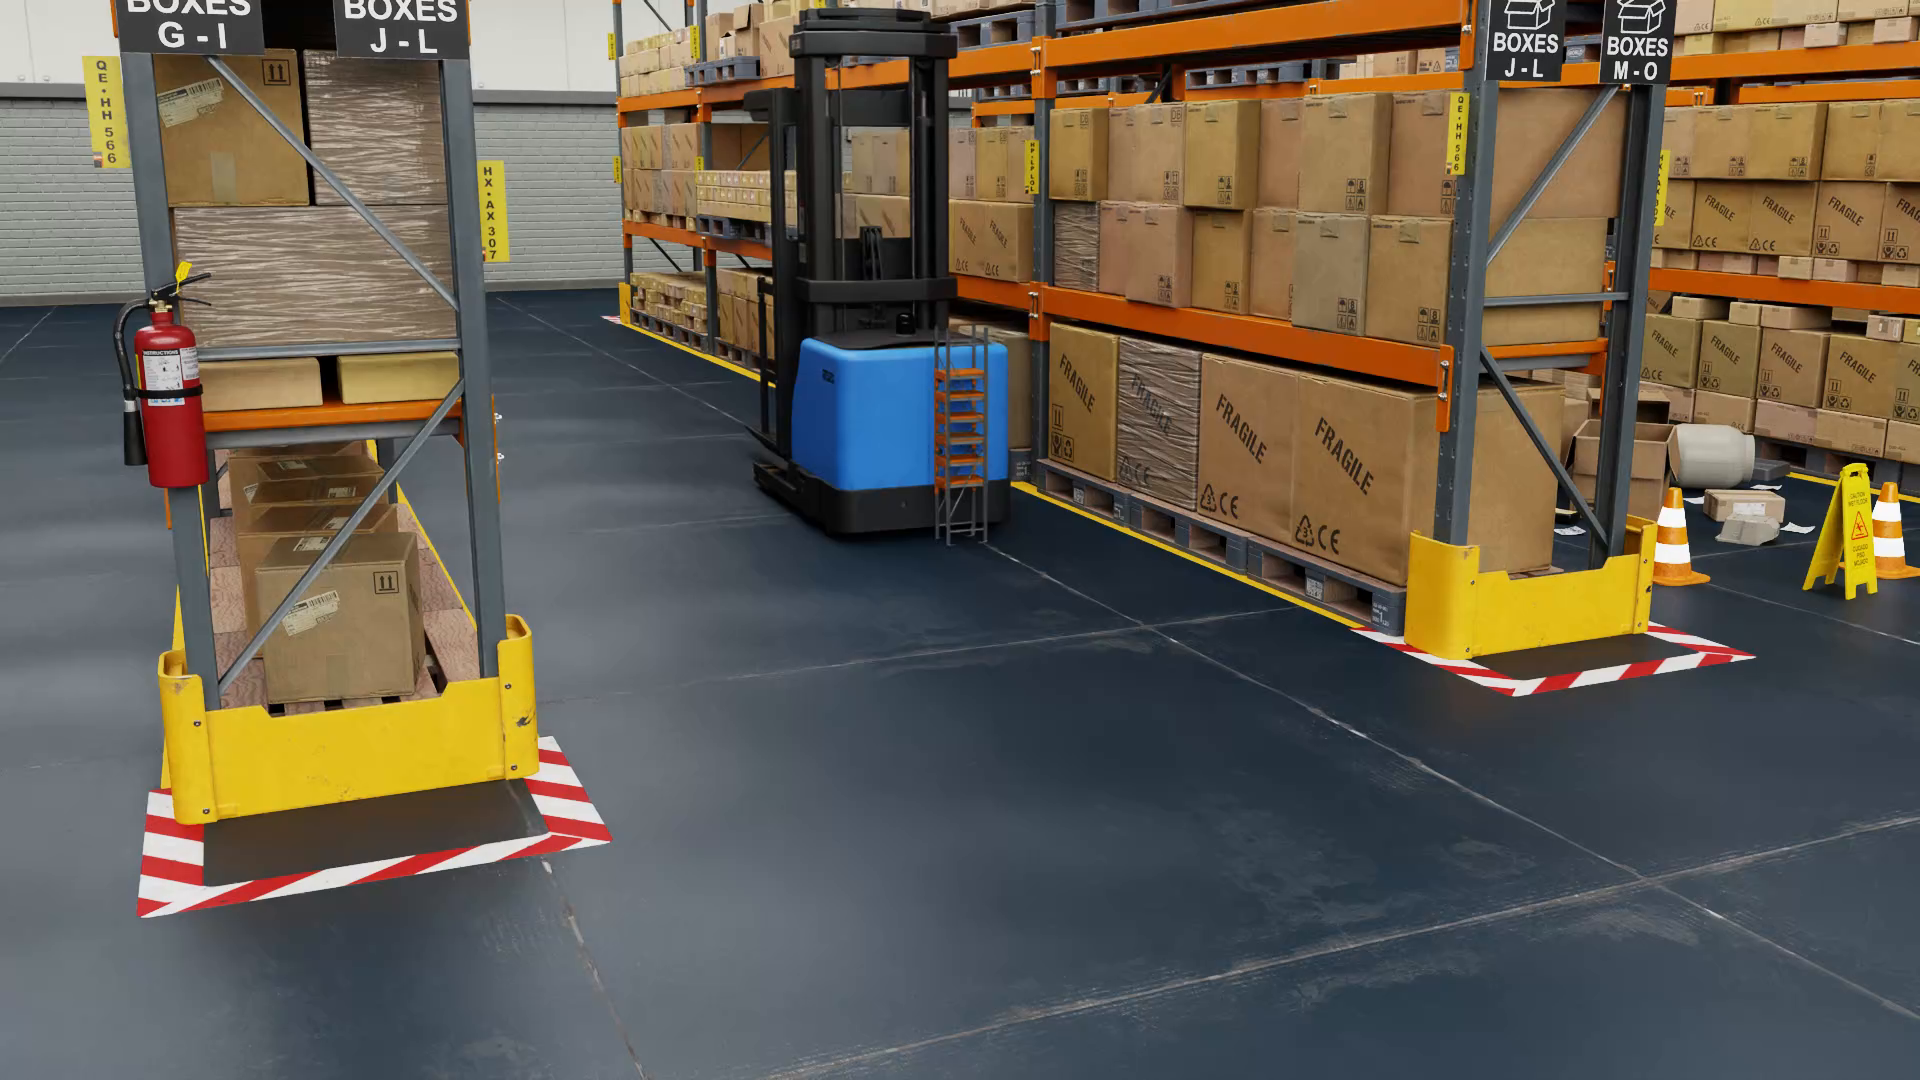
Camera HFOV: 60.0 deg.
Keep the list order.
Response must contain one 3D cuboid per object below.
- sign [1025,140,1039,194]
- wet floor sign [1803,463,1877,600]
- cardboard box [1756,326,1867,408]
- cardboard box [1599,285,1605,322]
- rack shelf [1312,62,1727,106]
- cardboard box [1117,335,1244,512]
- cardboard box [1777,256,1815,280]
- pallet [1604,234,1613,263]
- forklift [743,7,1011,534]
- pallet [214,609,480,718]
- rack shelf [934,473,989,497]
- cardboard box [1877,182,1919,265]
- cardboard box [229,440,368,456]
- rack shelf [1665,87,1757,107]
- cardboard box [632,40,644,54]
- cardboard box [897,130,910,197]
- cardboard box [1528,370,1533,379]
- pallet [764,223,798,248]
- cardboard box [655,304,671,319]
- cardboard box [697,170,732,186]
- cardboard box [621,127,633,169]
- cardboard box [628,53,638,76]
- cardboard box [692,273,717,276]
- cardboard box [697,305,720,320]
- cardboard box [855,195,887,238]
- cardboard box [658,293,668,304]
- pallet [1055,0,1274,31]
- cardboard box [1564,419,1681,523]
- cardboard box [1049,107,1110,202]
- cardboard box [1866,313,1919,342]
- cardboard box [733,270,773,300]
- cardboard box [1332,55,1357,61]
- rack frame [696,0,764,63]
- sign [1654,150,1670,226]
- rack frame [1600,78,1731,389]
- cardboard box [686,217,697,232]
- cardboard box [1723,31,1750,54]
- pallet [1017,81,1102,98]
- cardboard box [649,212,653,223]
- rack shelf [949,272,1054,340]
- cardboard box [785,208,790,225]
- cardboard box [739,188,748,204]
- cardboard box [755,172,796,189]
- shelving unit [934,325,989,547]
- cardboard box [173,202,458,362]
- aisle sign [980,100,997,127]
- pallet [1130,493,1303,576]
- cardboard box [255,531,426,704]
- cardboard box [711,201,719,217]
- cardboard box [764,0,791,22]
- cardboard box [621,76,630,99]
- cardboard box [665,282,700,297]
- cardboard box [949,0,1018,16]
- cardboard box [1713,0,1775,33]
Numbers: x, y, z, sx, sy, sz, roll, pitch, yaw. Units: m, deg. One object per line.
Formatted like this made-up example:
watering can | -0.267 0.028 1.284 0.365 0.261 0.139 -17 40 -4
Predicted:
sign | 0.454 -2.335 10.414 0.100 0.325 0.005 -6 14 -23
wet floor sign | 4.375 -0.060 8.198 0.267 0.644 0.232 -9 16 -33
cardboard box | 5.862 -1.196 11.388 0.500 0.500 0.500 -5 14 -20
cardboard box | 7.617 -2.871 19.735 0.500 0.500 0.500 -5 14 -21
rack shelf | 4.641 -3.853 14.307 1.077 0.370 4.000 -6 14 -23
cardboard box | 1.499 -0.708 9.557 0.875 0.875 0.875 -6 14 -23
cardboard box | 5.778 -1.847 11.255 0.380 0.149 0.250 -6 14 -23
pallet | 5.269 -2.406 13.539 1.003 0.211 1.213 -6 14 -23
forklift | -0.701 -1.750 10.430 1.130 2.935 3.031 -5 14 -20
pallet | -2.359 0.565 6.461 1.003 0.211 1.213 -6 14 -23
rack shelf | 0.006 -0.300 9.268 0.258 0.103 0.180 -5 14 -20
cardboard box | 6.181 -1.991 10.437 0.500 0.500 0.500 -6 14 -23
cardboard box | -3.864 -0.559 9.700 0.700 0.500 0.500 -7 15 -27
rack shelf | 7.585 -5.128 19.818 1.077 0.370 4.000 -6 14 -23
cardboard box | -3.715 -5.911 19.945 0.380 0.149 0.250 -5 14 -22
cardboard box | -0.073 -2.919 12.890 0.700 0.500 0.500 -6 14 -24
cardboard box | 4.938 -1.509 14.135 0.950 0.372 0.625 -5 14 -19
pallet | -1.038 -2.731 14.943 1.213 0.211 1.003 -6 14 -23
cardboard box | -3.446 -2.755 20.011 0.380 0.149 0.250 -6 14 -26
cardboard box | -2.521 -3.762 17.280 0.380 0.149 0.250 -5 14 -20
cardboard box | -3.923 -4.904 20.806 0.500 0.500 0.500 -6 14 -23
cardboard box | -3.712 -5.750 20.132 0.500 0.250 0.500 -6 14 -24
cardboard box | -3.148 -3.260 20.873 0.380 0.149 0.250 -6 14 -24
cardboard box | -2.675 -2.510 18.295 0.380 0.149 0.250 -5 14 -22
cardboard box | -0.517 -2.514 13.357 0.500 0.500 0.500 -6 14 -24
cardboard box | -3.452 -2.956 20.219 0.380 0.149 0.250 -6 14 -26
pallet | 1.265 -3.109 9.694 1.003 0.211 1.213 -6 14 -23
cardboard box | 4.021 -0.420 10.069 0.637 0.503 0.797 6 14 26
cardboard box | 1.063 -2.380 10.275 0.875 0.550 0.550 -6 14 -23
cardboard box | 6.074 -1.367 10.689 0.380 0.149 0.250 -5 14 -21
cardboard box | -1.988 -2.579 16.811 0.500 0.250 0.500 -5 14 -21
cardboard box | 3.550 -4.935 16.229 0.797 0.503 0.637 -7 15 -26
rack frame | -2.258 -6.436 17.221 1.000 3.000 0.127 -6 14 -23
sign | 3.060 -1.543 7.290 0.100 0.325 0.005 -6 14 -23
rack frame | 5.442 -2.329 12.778 1.000 3.000 0.127 -6 14 -23
cardboard box | -2.790 -3.472 18.277 0.380 0.149 0.250 -6 14 -24
cardboard box | 5.596 -3.481 11.661 0.380 0.149 0.250 -6 14 -23
pallet | 1.434 -5.821 21.413 1.003 0.211 1.213 -6 14 -23
cardboard box | -3.603 -3.970 20.430 0.380 0.149 0.250 -5 14 -20
rack shelf | 0.146 -1.923 12.623 1.077 0.370 4.000 -6 14 -23
cardboard box | -1.372 -2.881 14.791 0.380 0.149 0.250 -6 14 -23
cardboard box | -1.893 -3.295 15.919 0.380 0.149 0.250 -6 14 -24
cardboard box | -1.677 -3.330 15.413 0.380 0.149 0.250 -6 14 -23
shelving unit | 0.006 -0.577 9.204 0.258 1.200 0.189 -5 14 -20
cardboard box | -2.231 -0.917 5.797 0.875 0.500 0.500 -6 14 -23
aisle sign | 0.341 -6.063 23.148 0.394 0.787 0.004 -6 14 -23
pallet | 1.672 -0.085 9.271 1.003 0.211 1.213 -6 14 -23
cardboard box | -2.271 0.276 6.139 0.500 0.500 0.500 -3 13 -13
cardboard box | -2.308 -3.364 16.878 0.380 0.149 0.250 -6 14 -23
cardboard box | -1.590 -4.894 15.291 0.396 0.266 0.258 -6 14 -23
cardboard box | -3.914 -5.612 20.647 0.500 0.250 0.500 -5 14 -21
cardboard box | -3.228 -2.932 19.456 0.380 0.149 0.250 -6 14 -25
cardboard box | 0.251 -3.737 11.393 0.500 0.250 0.500 -6 14 -23
cardboard box | 5.582 -3.640 11.467 0.500 0.250 0.500 -6 14 -23
